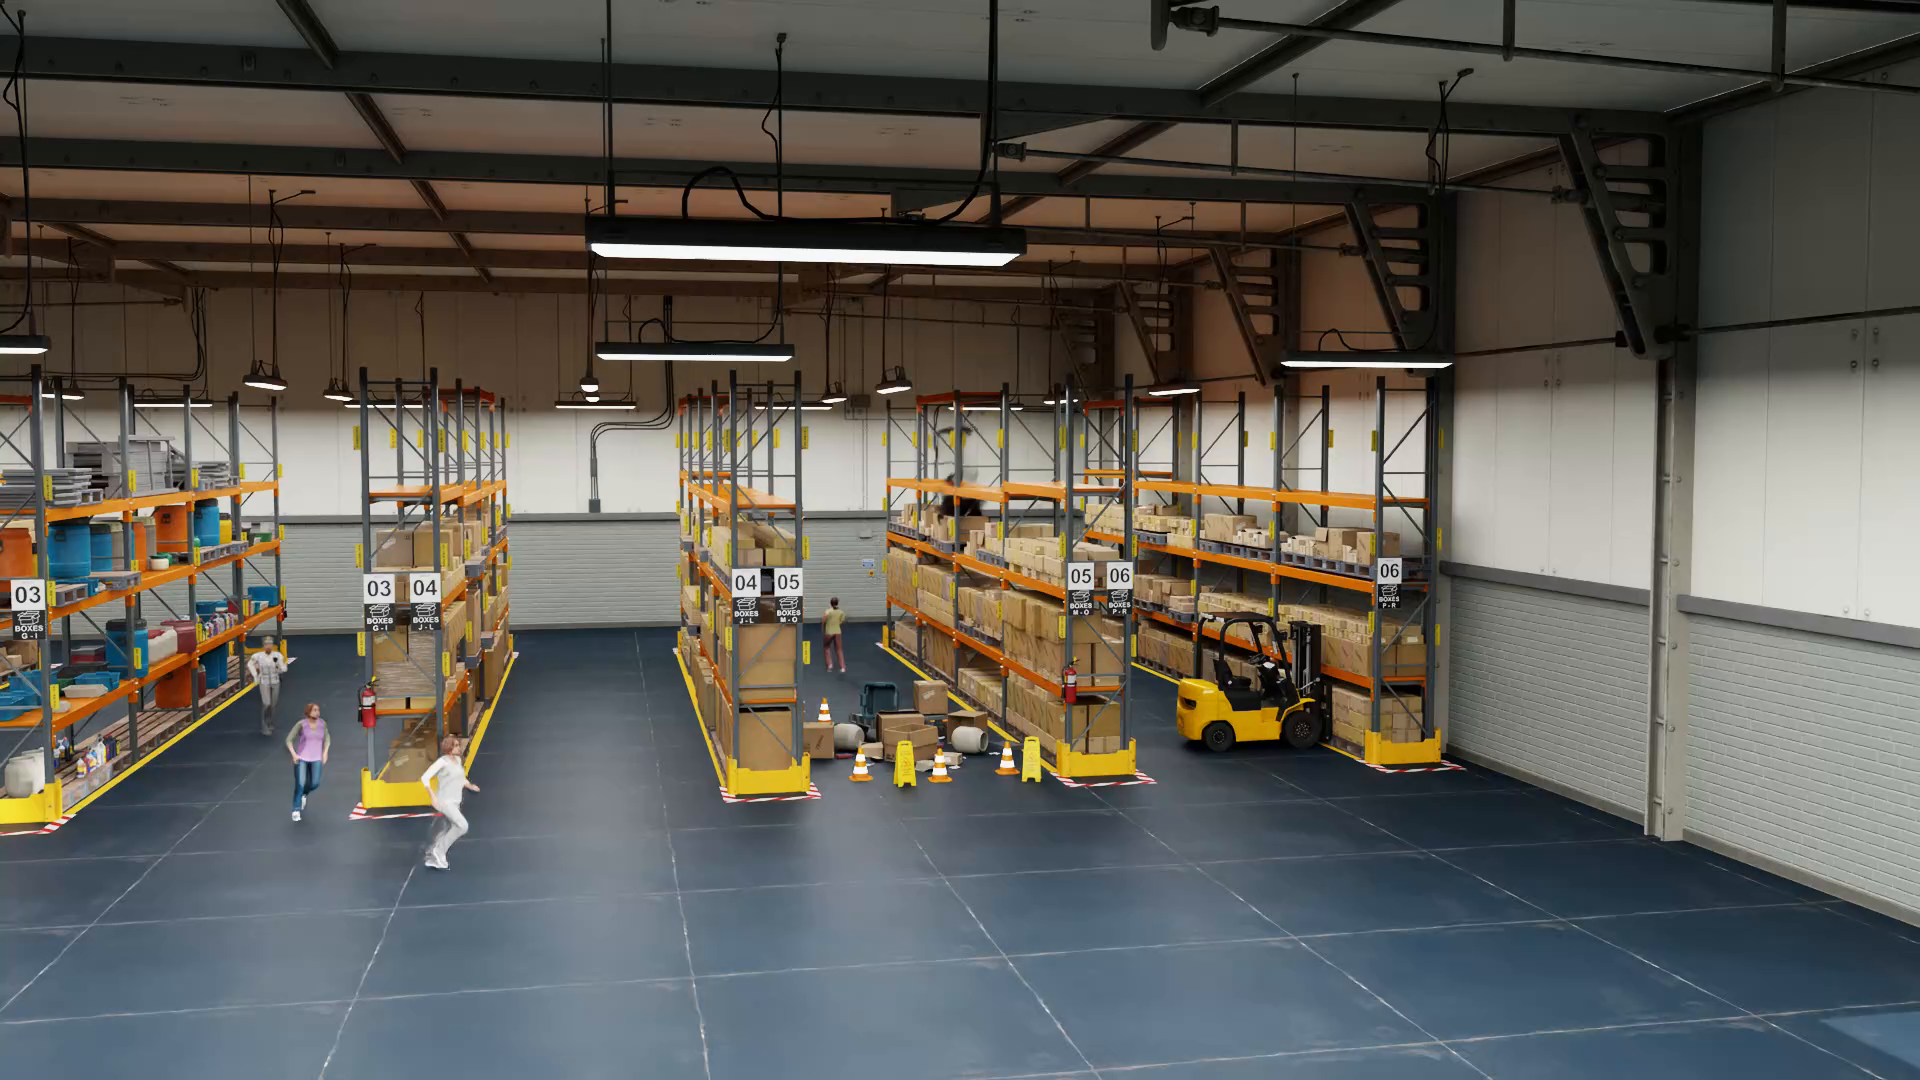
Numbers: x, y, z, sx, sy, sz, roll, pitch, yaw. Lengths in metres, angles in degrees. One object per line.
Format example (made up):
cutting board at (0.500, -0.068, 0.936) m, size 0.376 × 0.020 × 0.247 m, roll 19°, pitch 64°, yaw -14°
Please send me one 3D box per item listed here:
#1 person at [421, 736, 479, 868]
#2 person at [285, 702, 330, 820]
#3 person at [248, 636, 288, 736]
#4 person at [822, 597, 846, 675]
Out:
person at (-5.923, 3.055, 19.331) m, size 0.689 × 1.554 × 0.509 m, roll 1°, pitch 3°, yaw 10°
person at (-8.659, 2.928, 22.127) m, size 0.591 × 1.544 × 0.492 m, roll -2°, pitch 4°, yaw -34°
person at (-11.784, 2.488, 28.360) m, size 0.612 × 1.725 × 0.747 m, roll -2°, pitch 4°, yaw -29°
person at (-2.691, 2.065, 35.387) m, size 0.580 × 1.693 × 0.846 m, roll -1°, pitch 4°, yaw -19°
